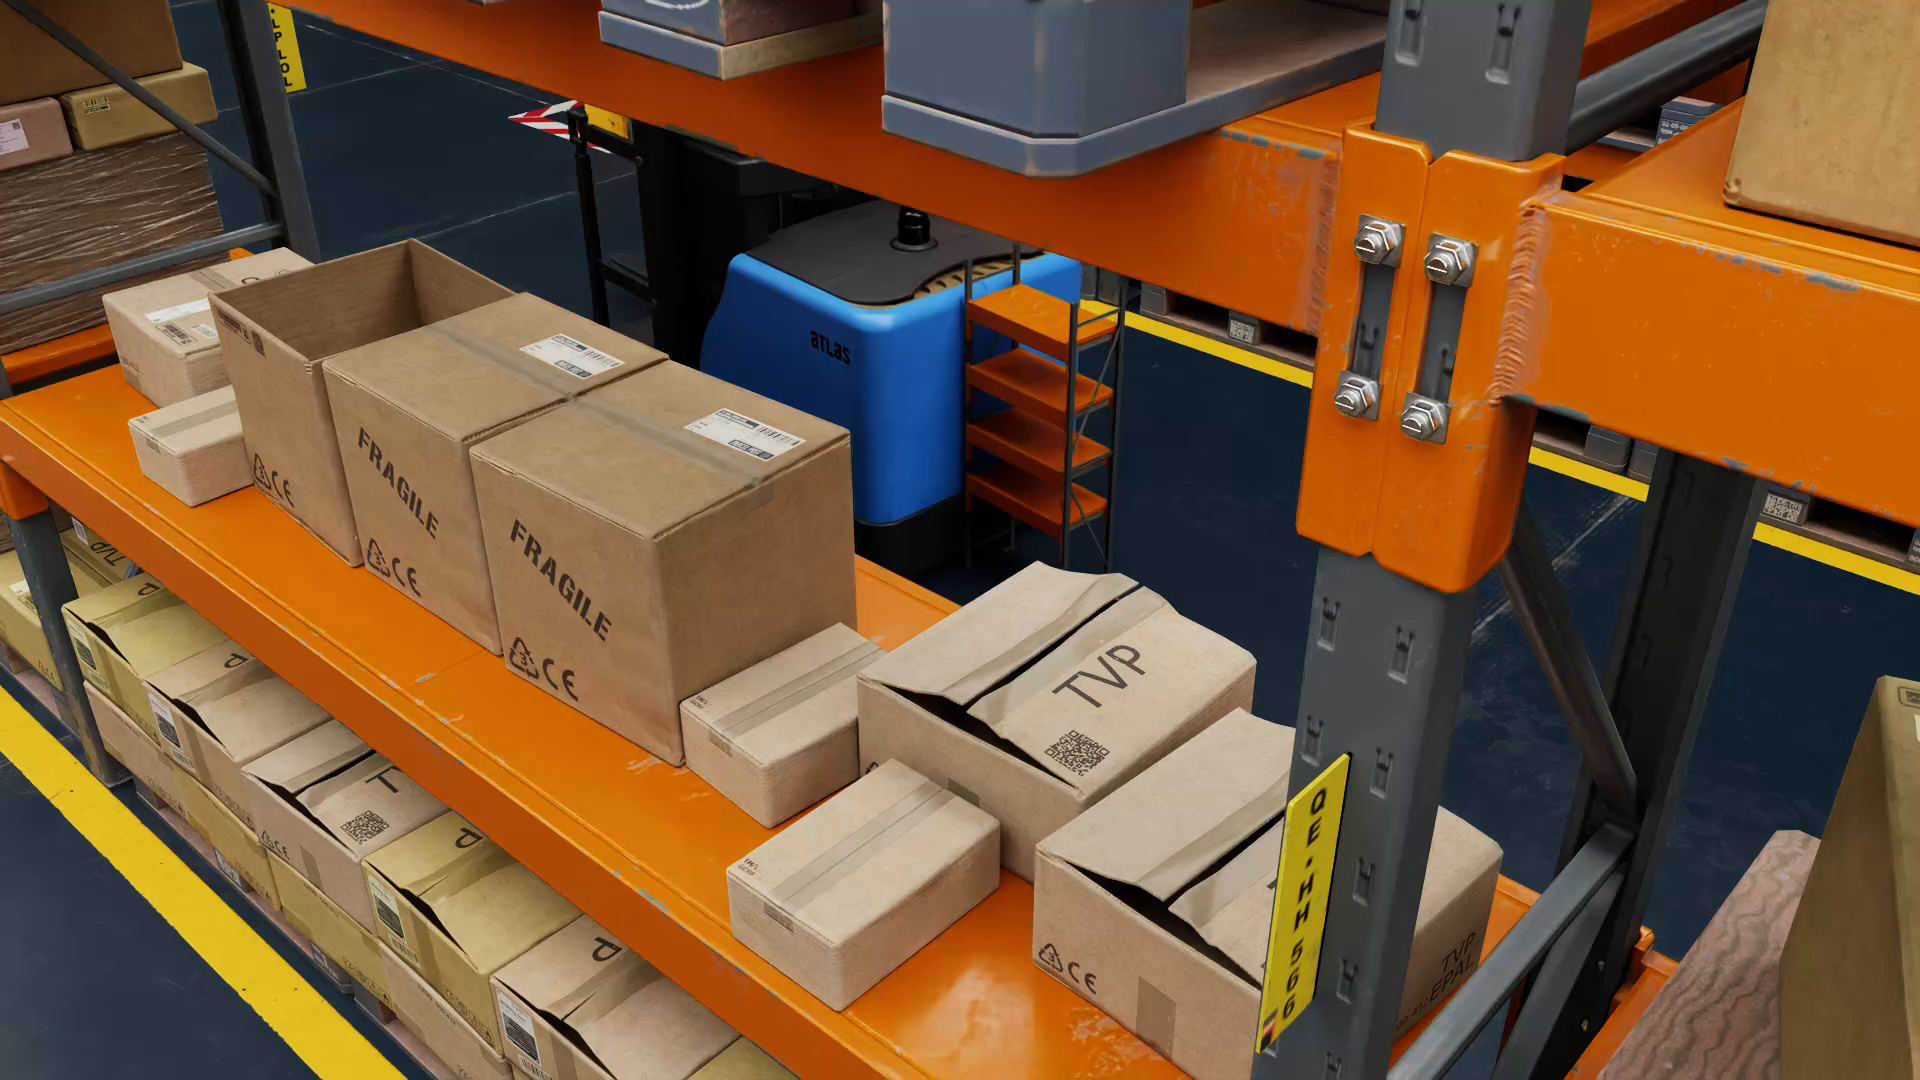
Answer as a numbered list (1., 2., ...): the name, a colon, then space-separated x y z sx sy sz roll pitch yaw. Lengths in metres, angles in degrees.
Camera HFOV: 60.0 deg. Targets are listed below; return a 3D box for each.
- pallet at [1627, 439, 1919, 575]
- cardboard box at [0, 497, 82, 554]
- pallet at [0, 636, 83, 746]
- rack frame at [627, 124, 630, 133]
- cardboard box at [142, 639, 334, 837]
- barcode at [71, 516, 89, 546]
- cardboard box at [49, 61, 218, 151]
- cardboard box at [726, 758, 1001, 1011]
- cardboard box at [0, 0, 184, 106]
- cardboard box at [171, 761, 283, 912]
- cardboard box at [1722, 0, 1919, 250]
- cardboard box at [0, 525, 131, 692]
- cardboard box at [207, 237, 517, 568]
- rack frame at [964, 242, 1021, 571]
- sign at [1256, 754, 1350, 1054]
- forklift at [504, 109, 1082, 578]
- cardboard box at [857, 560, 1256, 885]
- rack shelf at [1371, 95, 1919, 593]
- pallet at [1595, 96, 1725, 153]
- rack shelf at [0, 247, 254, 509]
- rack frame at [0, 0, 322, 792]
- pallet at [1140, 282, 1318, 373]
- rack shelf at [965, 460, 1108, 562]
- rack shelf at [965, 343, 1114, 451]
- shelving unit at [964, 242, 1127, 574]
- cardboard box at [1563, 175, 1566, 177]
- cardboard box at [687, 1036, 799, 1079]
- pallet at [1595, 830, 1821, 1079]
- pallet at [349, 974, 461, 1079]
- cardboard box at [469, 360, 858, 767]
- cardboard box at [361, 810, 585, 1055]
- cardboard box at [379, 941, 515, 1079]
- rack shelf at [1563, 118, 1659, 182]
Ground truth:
1. pallet: 3.446 -0.330 6.593 1.213 0.211 1.003 25 39 35
2. cardboard box: -3.116 -0.320 5.404 0.500 0.500 0.500 25 39 35
3. pallet: -2.825 0.161 5.777 1.213 0.211 1.003 25 39 35
4. rack frame: -1.907 -4.022 10.023 0.127 3.000 1.000 25 39 35
5. cardboard box: -1.756 0.429 4.344 0.500 0.311 0.500 25 39 35
6. barcode: -2.353 -0.023 4.447 0.075 0.075 0.001 25 39 35
7. cardboard box: -2.332 -1.230 4.659 0.250 0.149 0.380 25 39 35
8. cardboard box: -0.150 0.544 2.681 0.250 0.149 0.380 25 39 35
9. cardboard box: -2.596 -1.492 4.465 0.500 0.500 0.700 25 39 35
10. cardboard box: -1.752 0.668 4.491 0.500 0.250 0.500 26 40 36
11. cardboard box: 1.049 -0.548 1.246 0.500 0.500 0.910 25 39 35
12. cardboard box: -2.754 0.179 5.303 0.500 0.250 0.500 25 39 35
13. cardboard box: -1.314 -0.331 3.794 0.500 0.500 0.500 -26 40 -36
14. rack frame: 0.110 -0.446 5.827 0.240 1.200 0.015 -25 39 -35
15. sign: 0.333 0.360 1.622 0.005 0.325 0.100 25 39 35
16. forklift: -0.906 -1.778 6.361 1.130 2.935 3.031 -25 39 -35
17. cardboard box: 0.169 0.297 2.935 0.500 0.311 0.500 25 39 35
18. rack shelf: 2.186 0.358 0.537 4.000 0.370 1.077 25 39 35
19. pallet: 2.529 -1.840 6.585 1.213 0.211 1.003 25 39 35
20. rack shelf: -3.746 -1.126 5.910 4.000 0.370 1.077 25 39 35
21. rack frame: -2.263 -0.742 4.574 0.127 3.000 1.000 25 39 35
22. pallet: 1.636 -1.174 7.996 1.213 0.211 1.003 25 39 35
23. rack shelf: 0.272 -0.124 5.808 0.258 0.148 0.480 -25 39 -35
24. rack shelf: 0.272 -0.486 5.591 0.258 0.148 0.480 -25 39 -35
25. shelving unit: 0.272 -0.352 5.671 0.258 1.200 0.503 -25 39 -35
26. cardboard box: 2.332 -1.498 7.101 0.500 0.250 0.500 24 38 34
27. cardboard box: -0.241 1.136 3.170 0.500 0.311 0.500 24 39 34
28. pallet: 1.252 0.932 1.979 1.003 0.211 1.213 25 39 35
29. pallet: -0.782 1.115 4.193 1.213 0.211 1.003 25 39 35
30. cardboard box: -0.552 0.025 3.203 0.500 0.500 0.500 23 38 33
31. cardboard box: -0.983 0.786 3.752 0.500 0.311 0.500 26 40 36
32. cardboard box: -0.990 1.022 3.902 0.500 0.250 0.500 26 40 36
33. rack shelf: 2.541 -1.637 6.759 4.000 0.370 1.077 25 39 35
